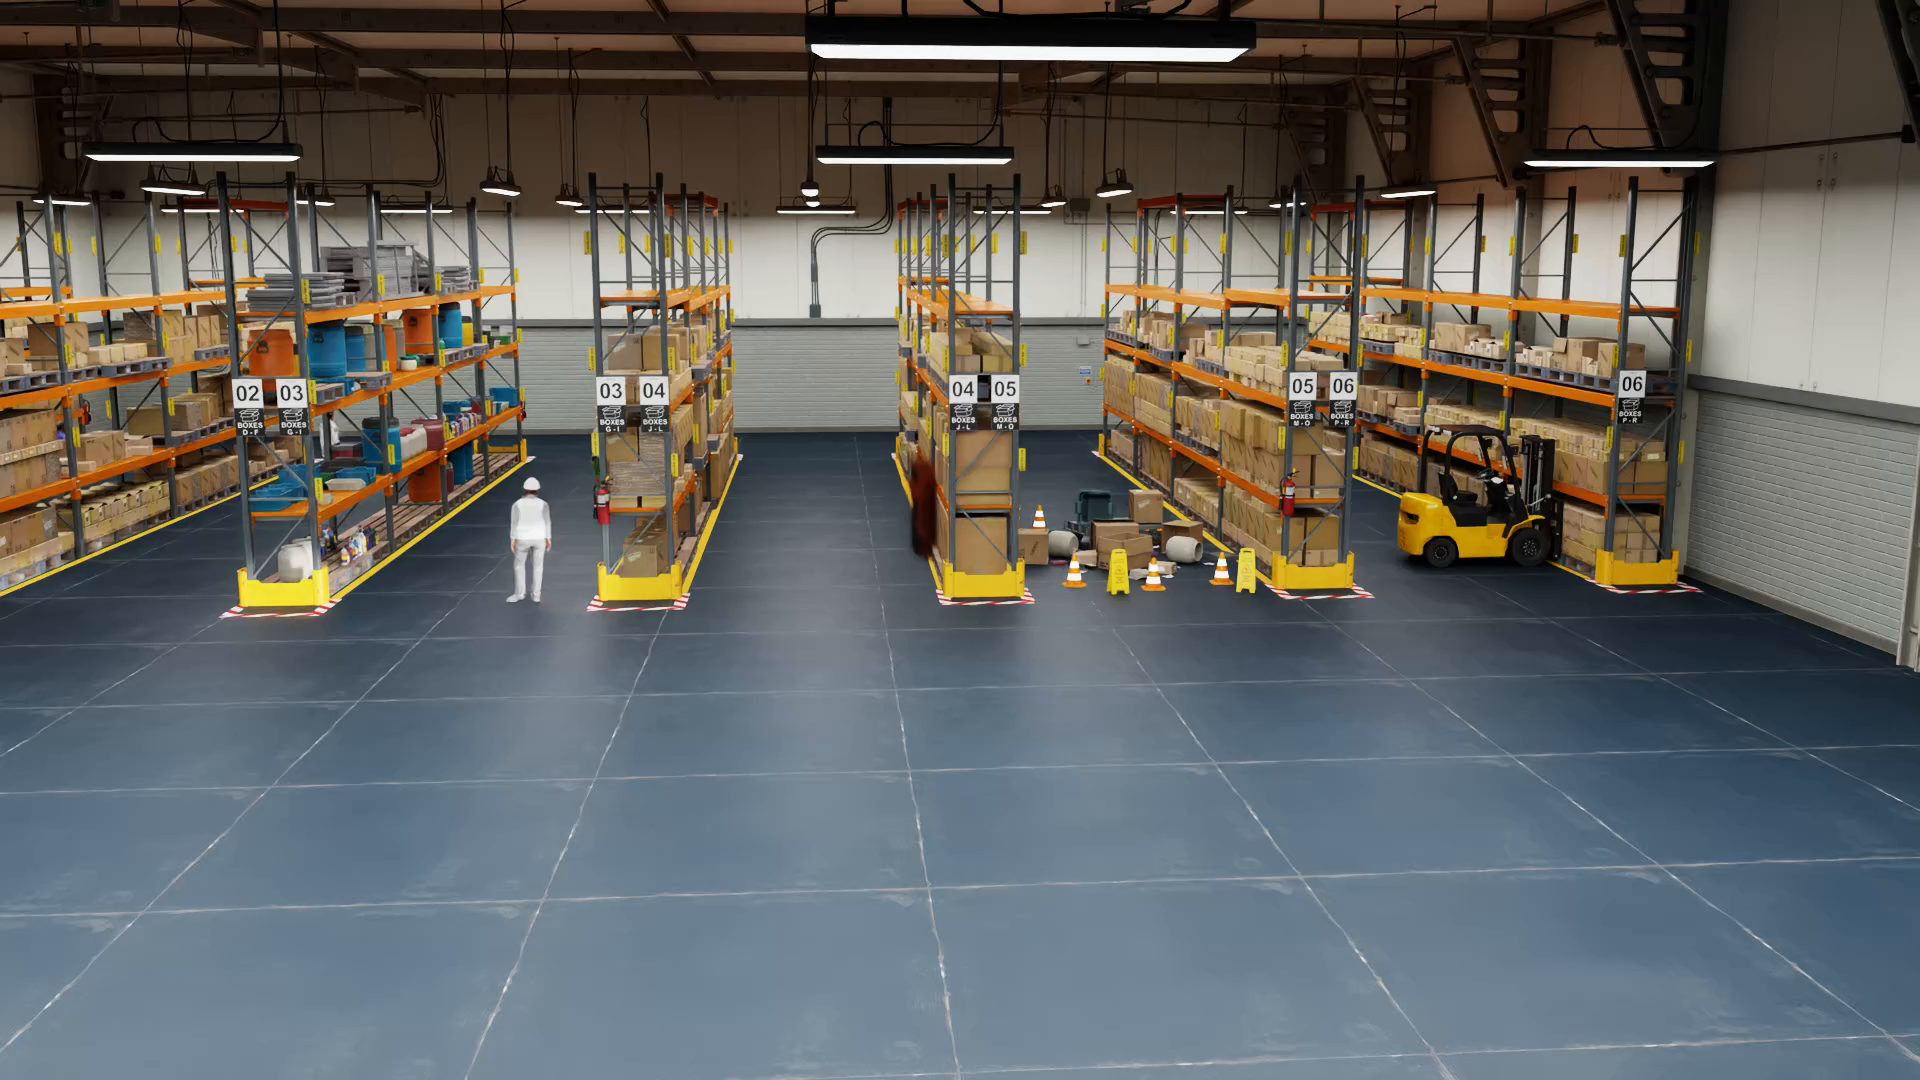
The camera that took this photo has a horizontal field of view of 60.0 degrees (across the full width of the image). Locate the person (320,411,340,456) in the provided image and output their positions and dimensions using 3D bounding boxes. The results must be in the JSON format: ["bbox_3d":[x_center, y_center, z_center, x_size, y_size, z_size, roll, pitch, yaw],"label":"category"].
[{"bbox_3d":[-13.143,-1.896,34.643,0.514,1.677,0.467,6,12,30],"label":"person"}]

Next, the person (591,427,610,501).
[{"bbox_3d":[-6.981,-1.627,32.724,0.582,1.783,0.517,-1,10,-4],"label":"person"}]

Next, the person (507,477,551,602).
[{"bbox_3d":[-6.150,-0.001,23.662,0.665,1.791,0.366,-3,10,-17],"label":"person"}]

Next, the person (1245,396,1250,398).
[{"bbox_3d":[6.382,-2.370,36.982,0.638,1.779,0.532,-7,12,-35],"label":"person"}]

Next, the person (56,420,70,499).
[{"bbox_3d":[-17.527,-1.501,32.439,0.492,1.658,0.460,4,11,23],"label":"person"}]
